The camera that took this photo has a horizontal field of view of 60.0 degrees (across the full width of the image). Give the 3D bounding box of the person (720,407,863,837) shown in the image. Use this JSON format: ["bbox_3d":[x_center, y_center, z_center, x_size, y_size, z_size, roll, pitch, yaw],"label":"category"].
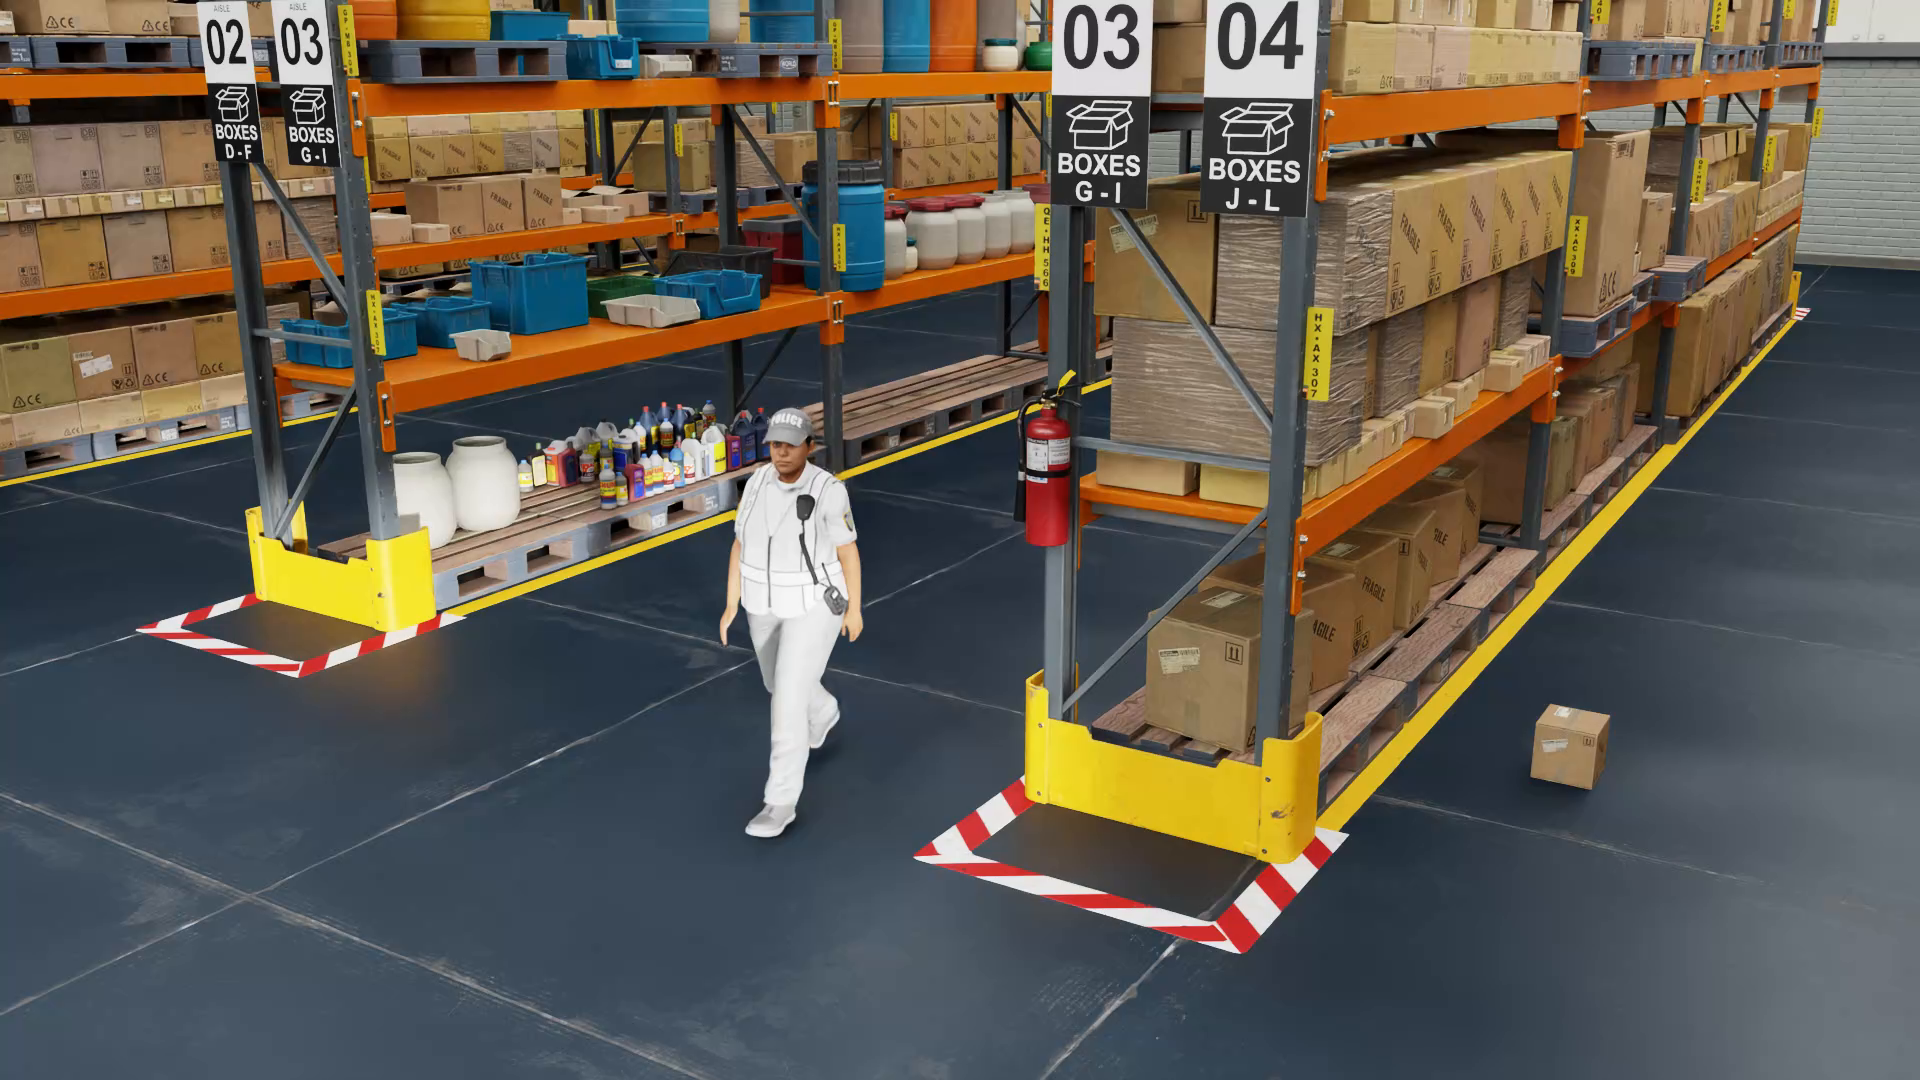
[{"bbox_3d":[-0.665,0.258,6.658,0.487,1.606,1.031,8,18,25],"label":"person"}]
